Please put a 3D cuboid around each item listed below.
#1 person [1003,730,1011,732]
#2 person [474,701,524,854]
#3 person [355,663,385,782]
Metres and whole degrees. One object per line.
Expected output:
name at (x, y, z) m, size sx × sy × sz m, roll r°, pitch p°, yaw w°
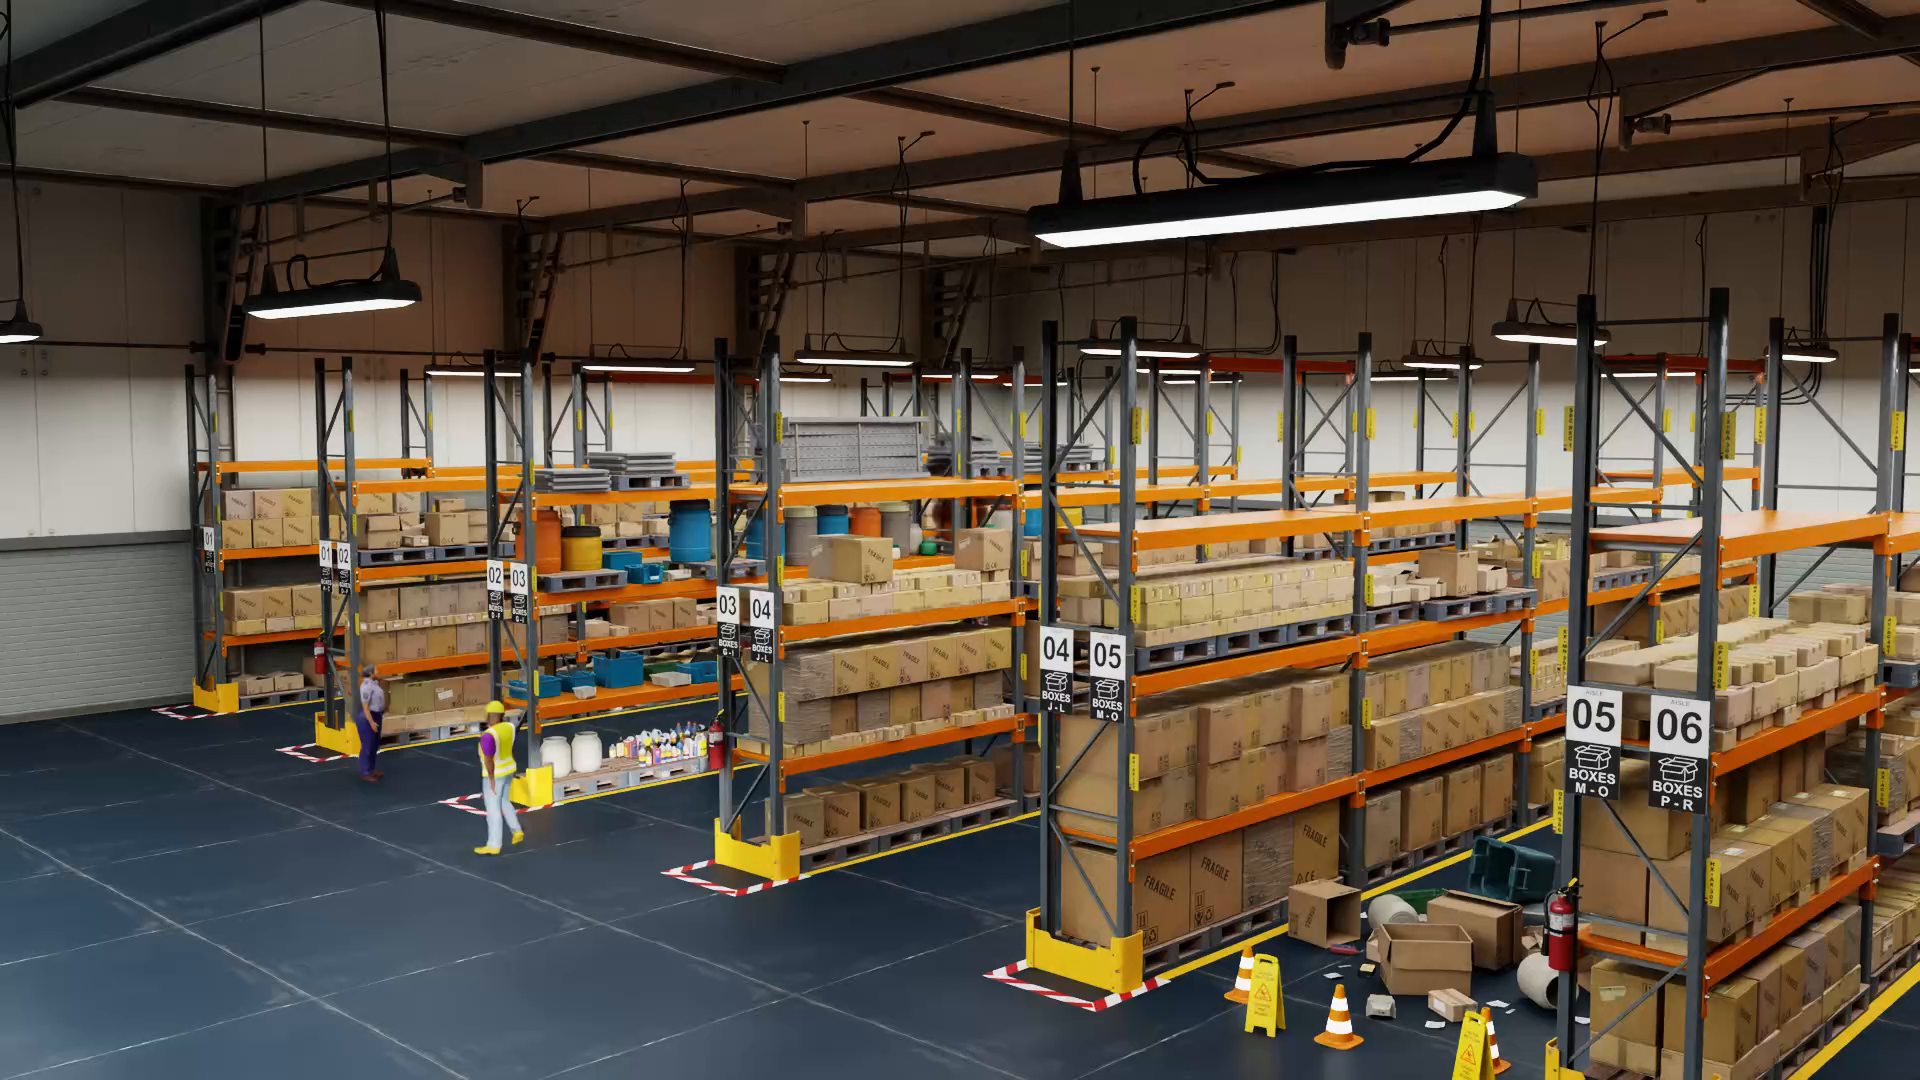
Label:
person at (0.777, 2.276, 26.733) m, size 0.510 × 1.717 × 0.466 m, roll 0°, pitch 4°, yaw -5°
person at (-5.423, 2.768, 19.564) m, size 0.420 × 1.775 × 0.607 m, roll 2°, pitch 5°, yaw 21°
person at (-8.295, 2.558, 23.444) m, size 0.381 × 1.656 × 0.511 m, roll 0°, pitch 4°, yaw 4°
